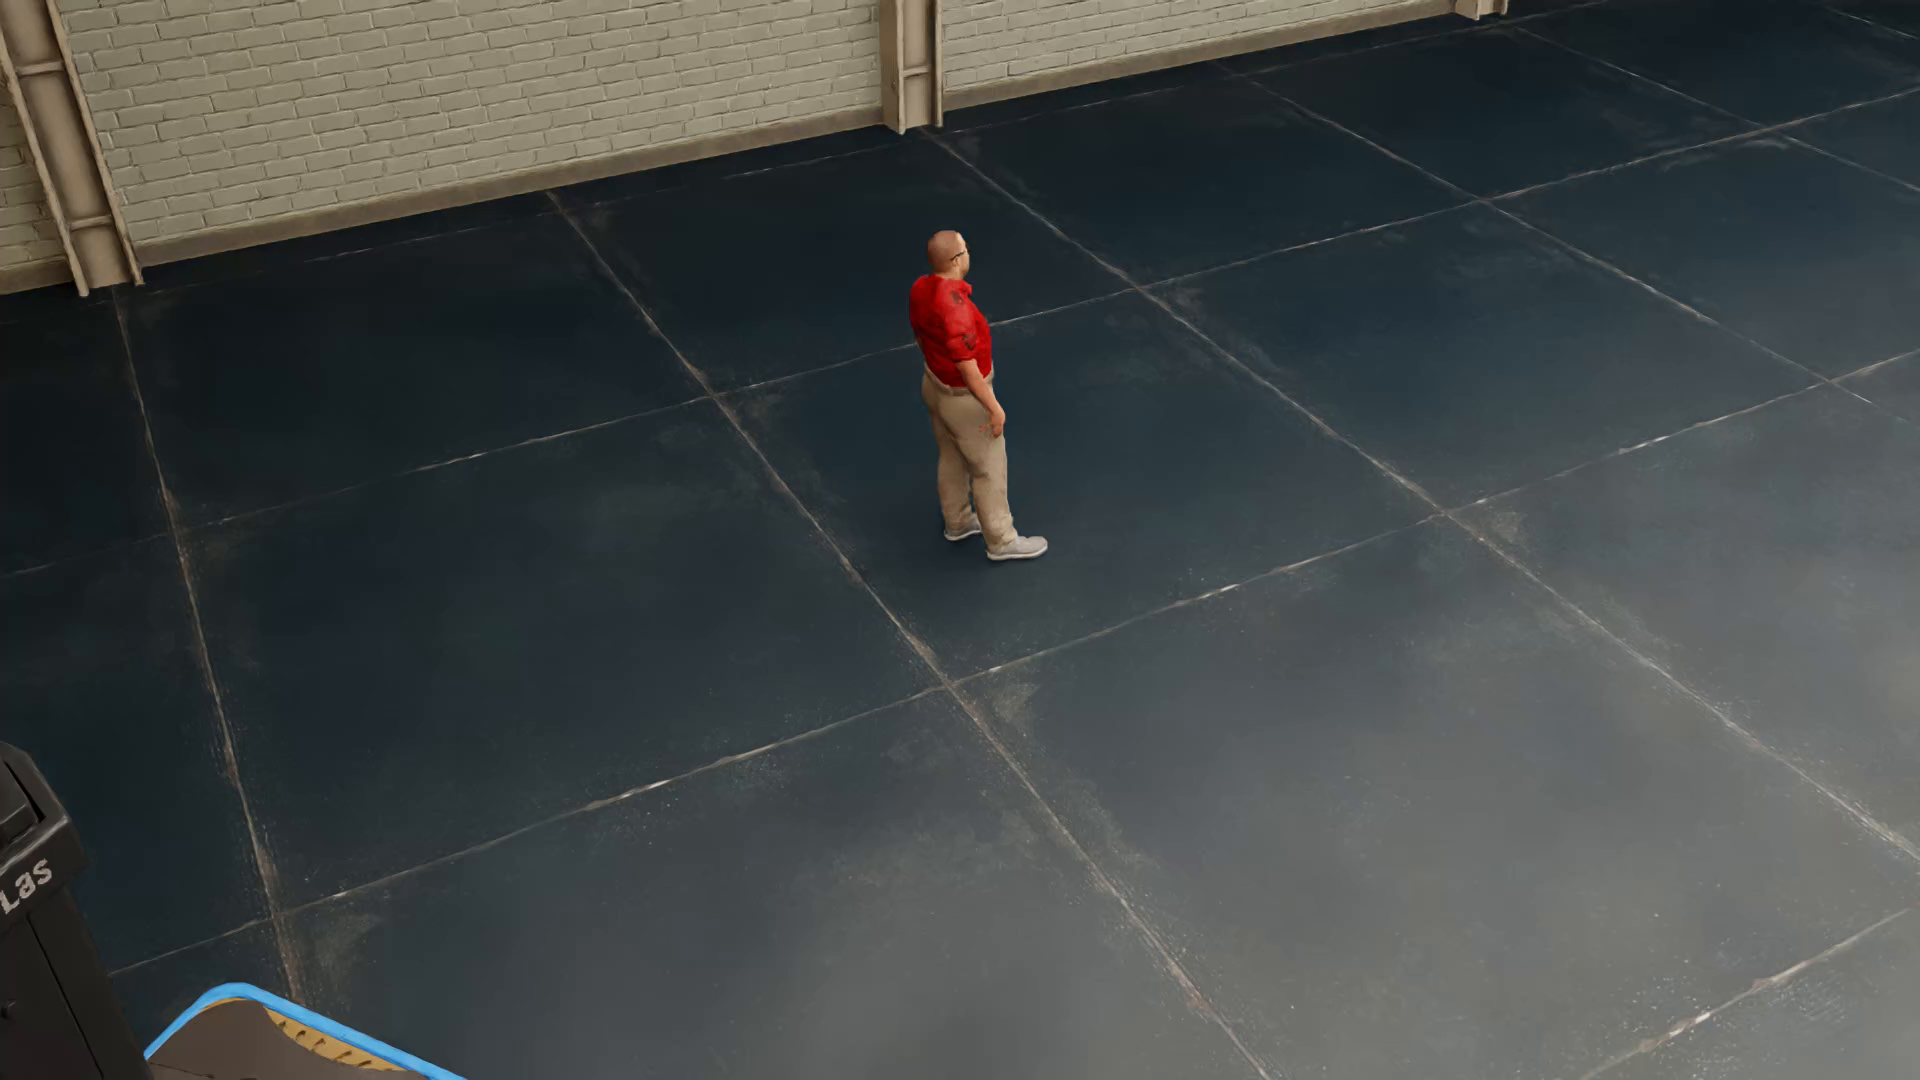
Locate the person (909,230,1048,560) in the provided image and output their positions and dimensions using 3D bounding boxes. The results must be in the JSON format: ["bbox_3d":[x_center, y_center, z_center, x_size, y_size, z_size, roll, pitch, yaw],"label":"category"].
[{"bbox_3d":[0.085,-0.730,8.185,0.550,1.727,0.640,-17,39,-23],"label":"person"}]

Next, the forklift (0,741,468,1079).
[{"bbox_3d":[-2.384,1.867,3.481,1.130,2.935,3.031,15,38,20],"label":"forklift"}]
